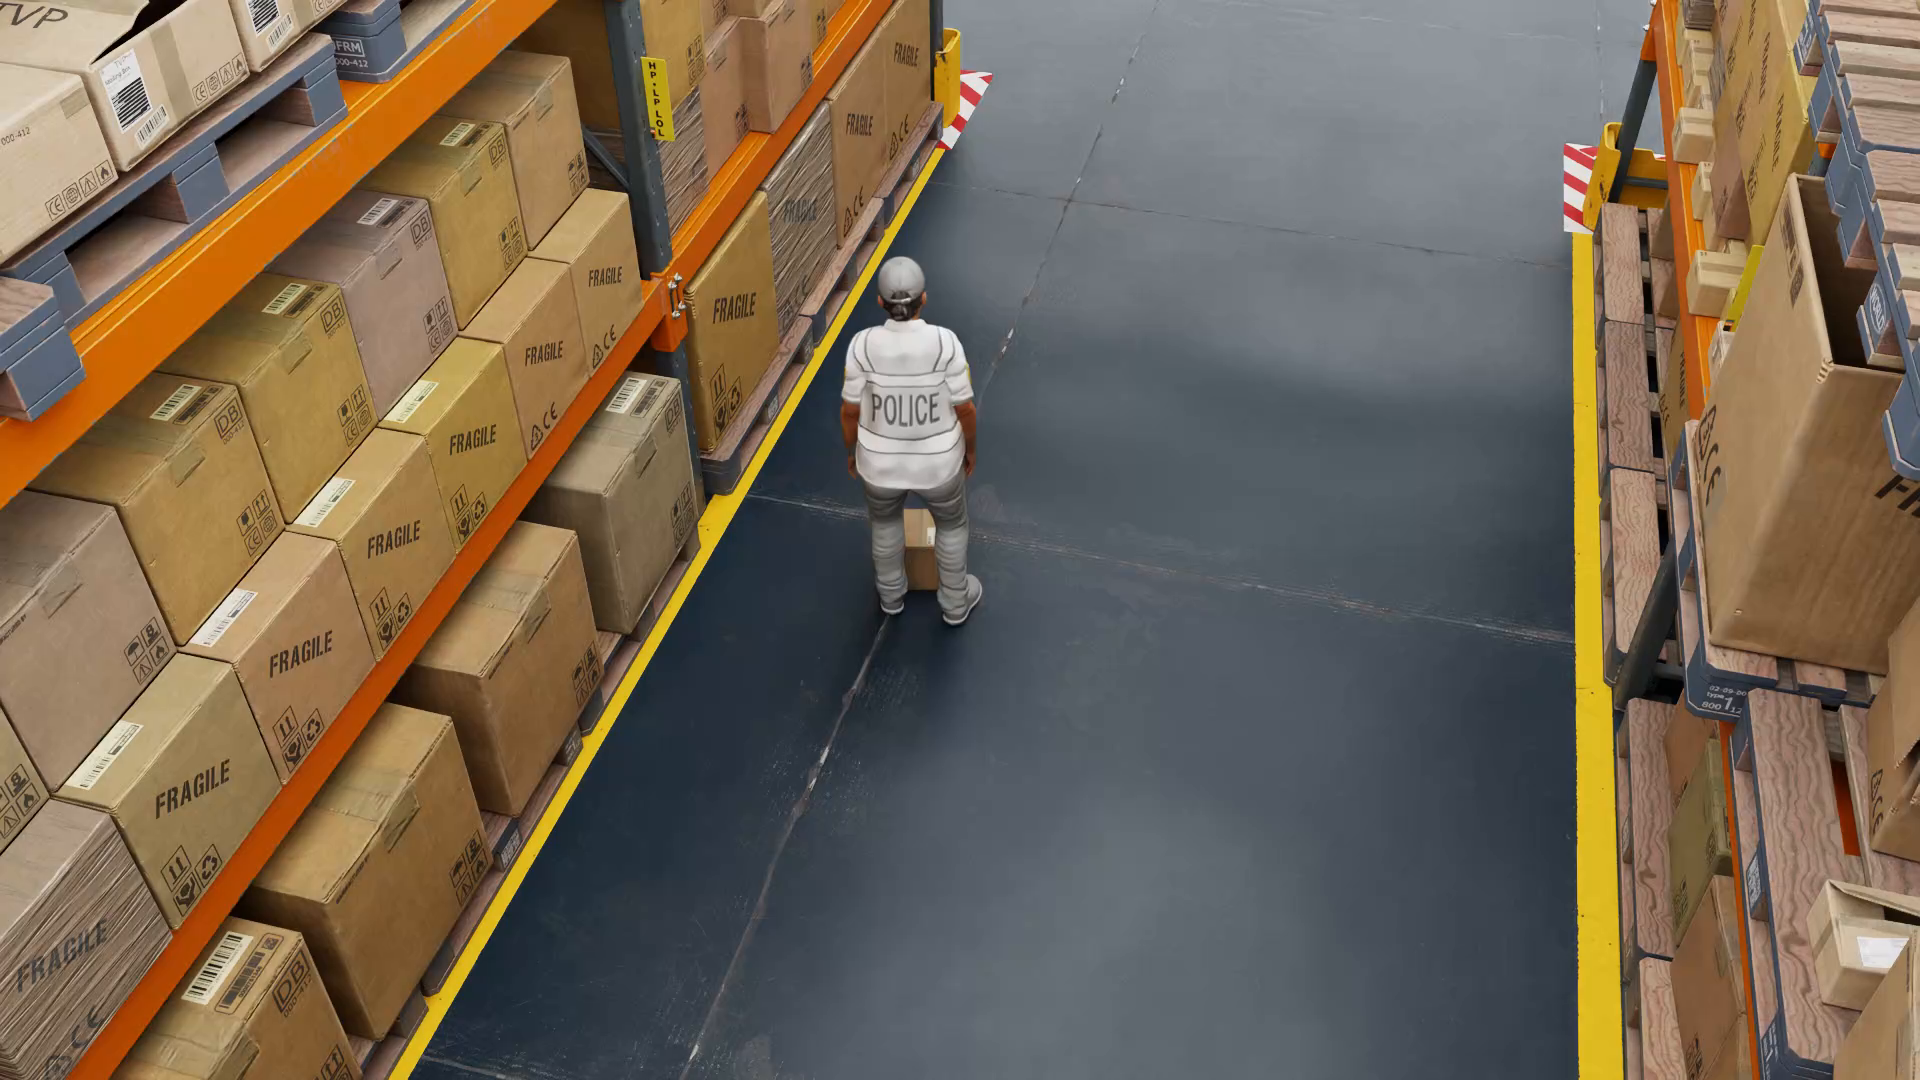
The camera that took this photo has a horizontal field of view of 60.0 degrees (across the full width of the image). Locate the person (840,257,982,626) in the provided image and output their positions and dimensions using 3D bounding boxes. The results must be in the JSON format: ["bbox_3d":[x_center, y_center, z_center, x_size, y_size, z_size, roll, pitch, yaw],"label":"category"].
[{"bbox_3d":[-0.182,-0.347,6.550,0.549,1.664,0.469,1,41,1],"label":"person"}]
